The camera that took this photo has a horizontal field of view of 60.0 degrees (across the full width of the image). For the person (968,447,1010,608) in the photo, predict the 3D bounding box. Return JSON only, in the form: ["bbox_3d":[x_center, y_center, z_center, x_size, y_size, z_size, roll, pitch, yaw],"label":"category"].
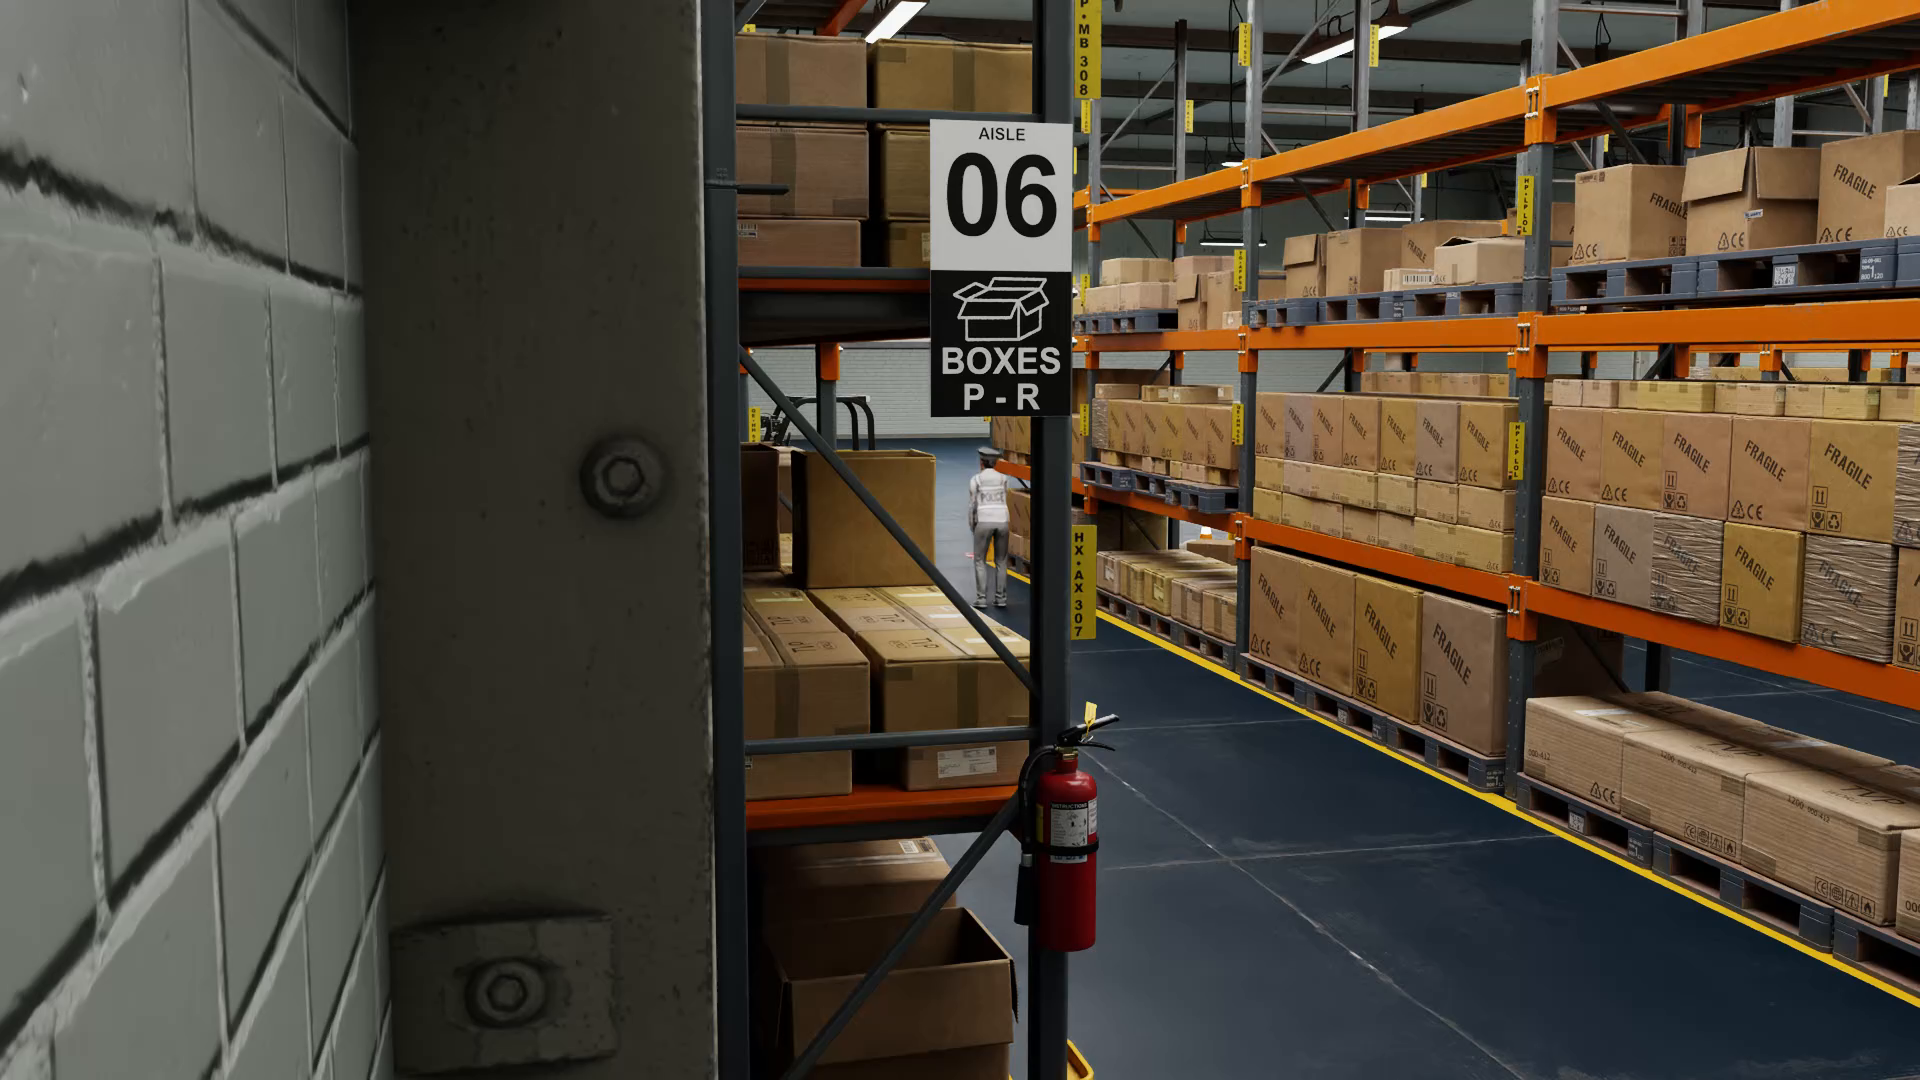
[{"bbox_3d":[0.294,-0.133,17.235,0.415,1.665,0.542,-2,6,-15],"label":"person"}]
